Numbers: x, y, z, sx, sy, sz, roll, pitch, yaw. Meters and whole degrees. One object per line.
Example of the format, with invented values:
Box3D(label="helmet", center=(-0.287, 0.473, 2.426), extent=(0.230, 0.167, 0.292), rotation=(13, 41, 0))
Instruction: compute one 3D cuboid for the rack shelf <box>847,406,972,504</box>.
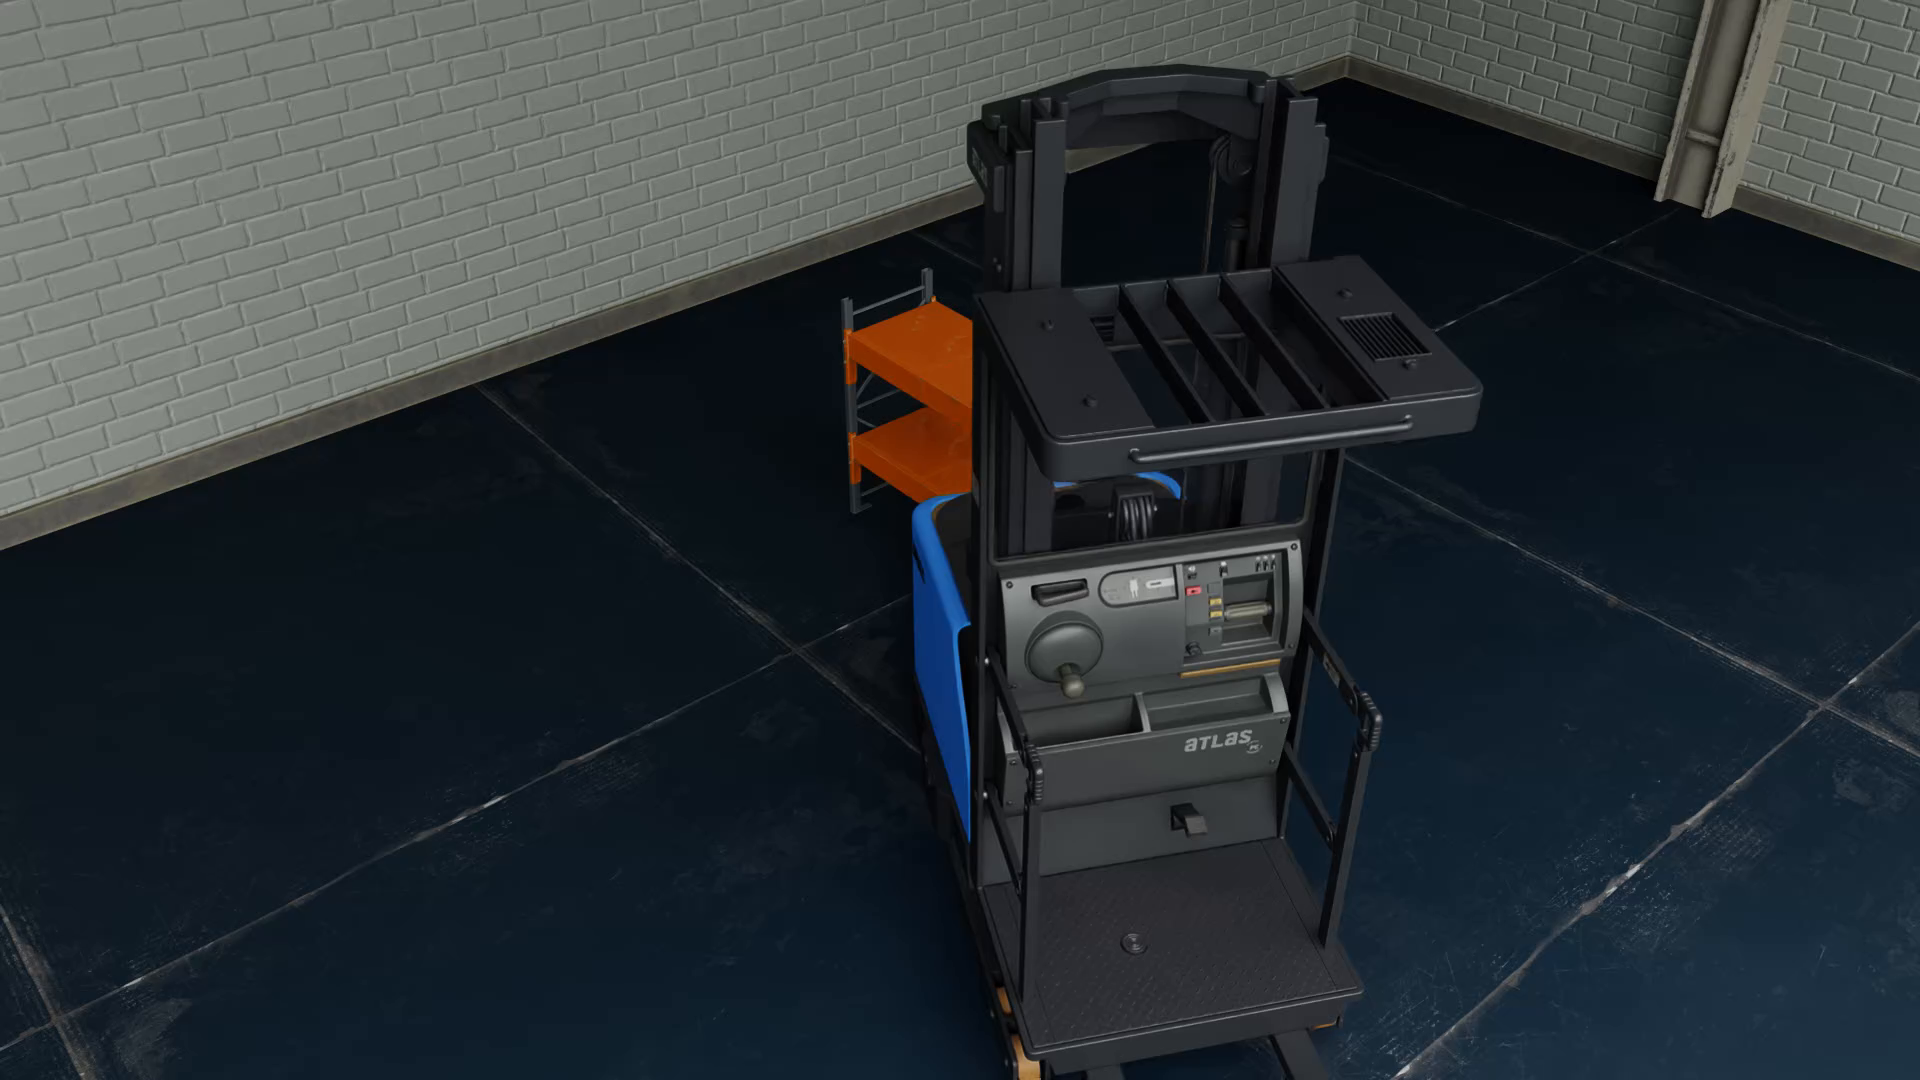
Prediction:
Box3D(label="rack shelf", center=(0.004, -0.257, 7.562), extent=(0.538, 0.278, 1.000), rotation=(-26, 43, -32))

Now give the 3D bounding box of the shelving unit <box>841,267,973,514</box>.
Box3D(label="shelving unit", center=(0.004, -0.456, 7.421), extent=(0.538, 1.125, 1.048), rotation=(-26, 43, -32))

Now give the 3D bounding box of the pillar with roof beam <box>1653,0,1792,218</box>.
Box3D(label="pillar with roof beam", center=(1.500, -4.272, 5.997), extent=(9.100, 9.000, 0.400), rotation=(-26, 43, -32))

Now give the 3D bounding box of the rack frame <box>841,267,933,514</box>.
Box3D(label="rack frame", center=(-0.324, -0.681, 7.738), extent=(0.500, 1.125, 0.032), rotation=(-26, 43, -32))

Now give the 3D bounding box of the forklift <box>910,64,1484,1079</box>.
Box3D(label="forklift", center=(0.628, 0.295, 4.797), extent=(1.130, 2.935, 3.031), rotation=(-7, 36, -10))

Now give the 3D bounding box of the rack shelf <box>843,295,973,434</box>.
Box3D(label="rack shelf", center=(0.004, -0.695, 7.252), extent=(0.538, 0.278, 1.000), rotation=(-26, 43, -32))
